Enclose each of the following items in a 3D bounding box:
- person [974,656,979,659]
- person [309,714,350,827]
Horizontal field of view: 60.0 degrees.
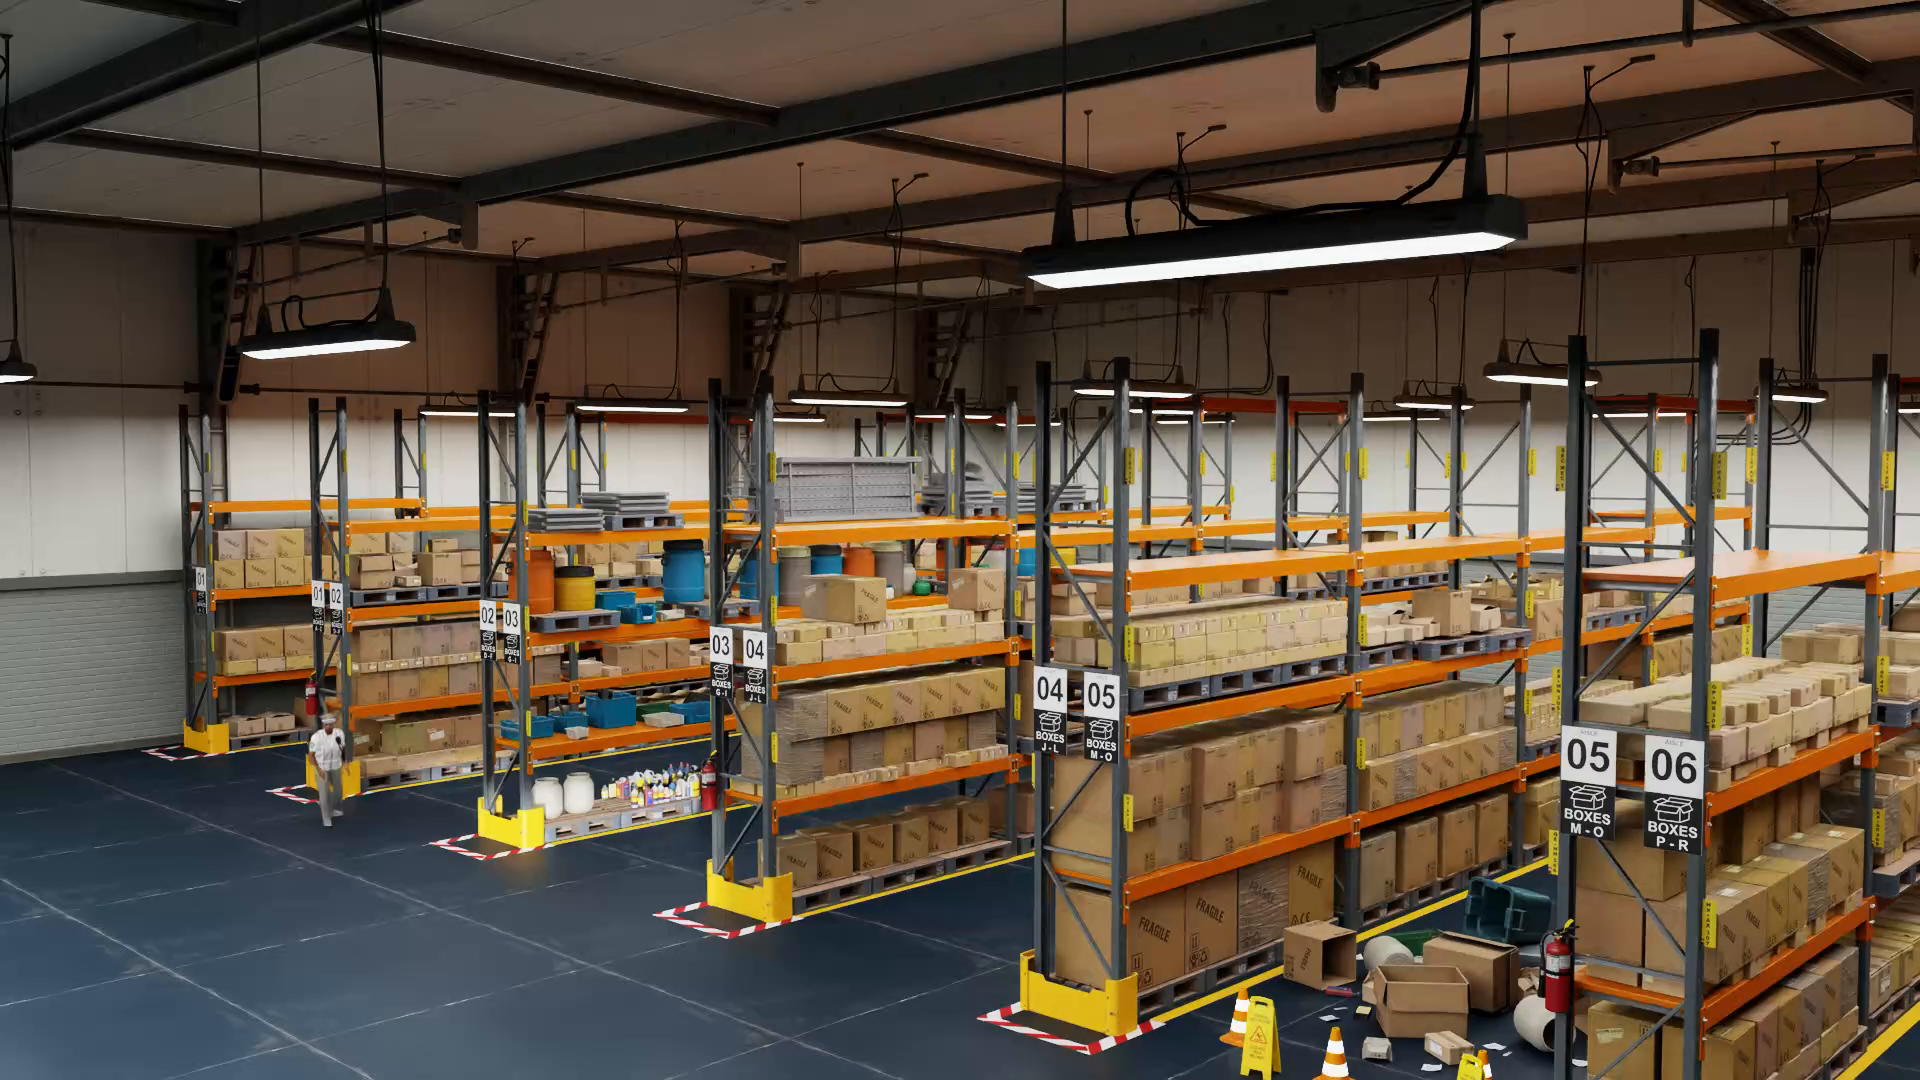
[{"bbox_3d":[0.622,2.243,39.944,0.405,1.371,0.918,-1,3,-22],"label":"person"},{"bbox_3d":[-8.730,3.151,22.981,0.580,1.601,0.734,-3,4,-41],"label":"person"}]
